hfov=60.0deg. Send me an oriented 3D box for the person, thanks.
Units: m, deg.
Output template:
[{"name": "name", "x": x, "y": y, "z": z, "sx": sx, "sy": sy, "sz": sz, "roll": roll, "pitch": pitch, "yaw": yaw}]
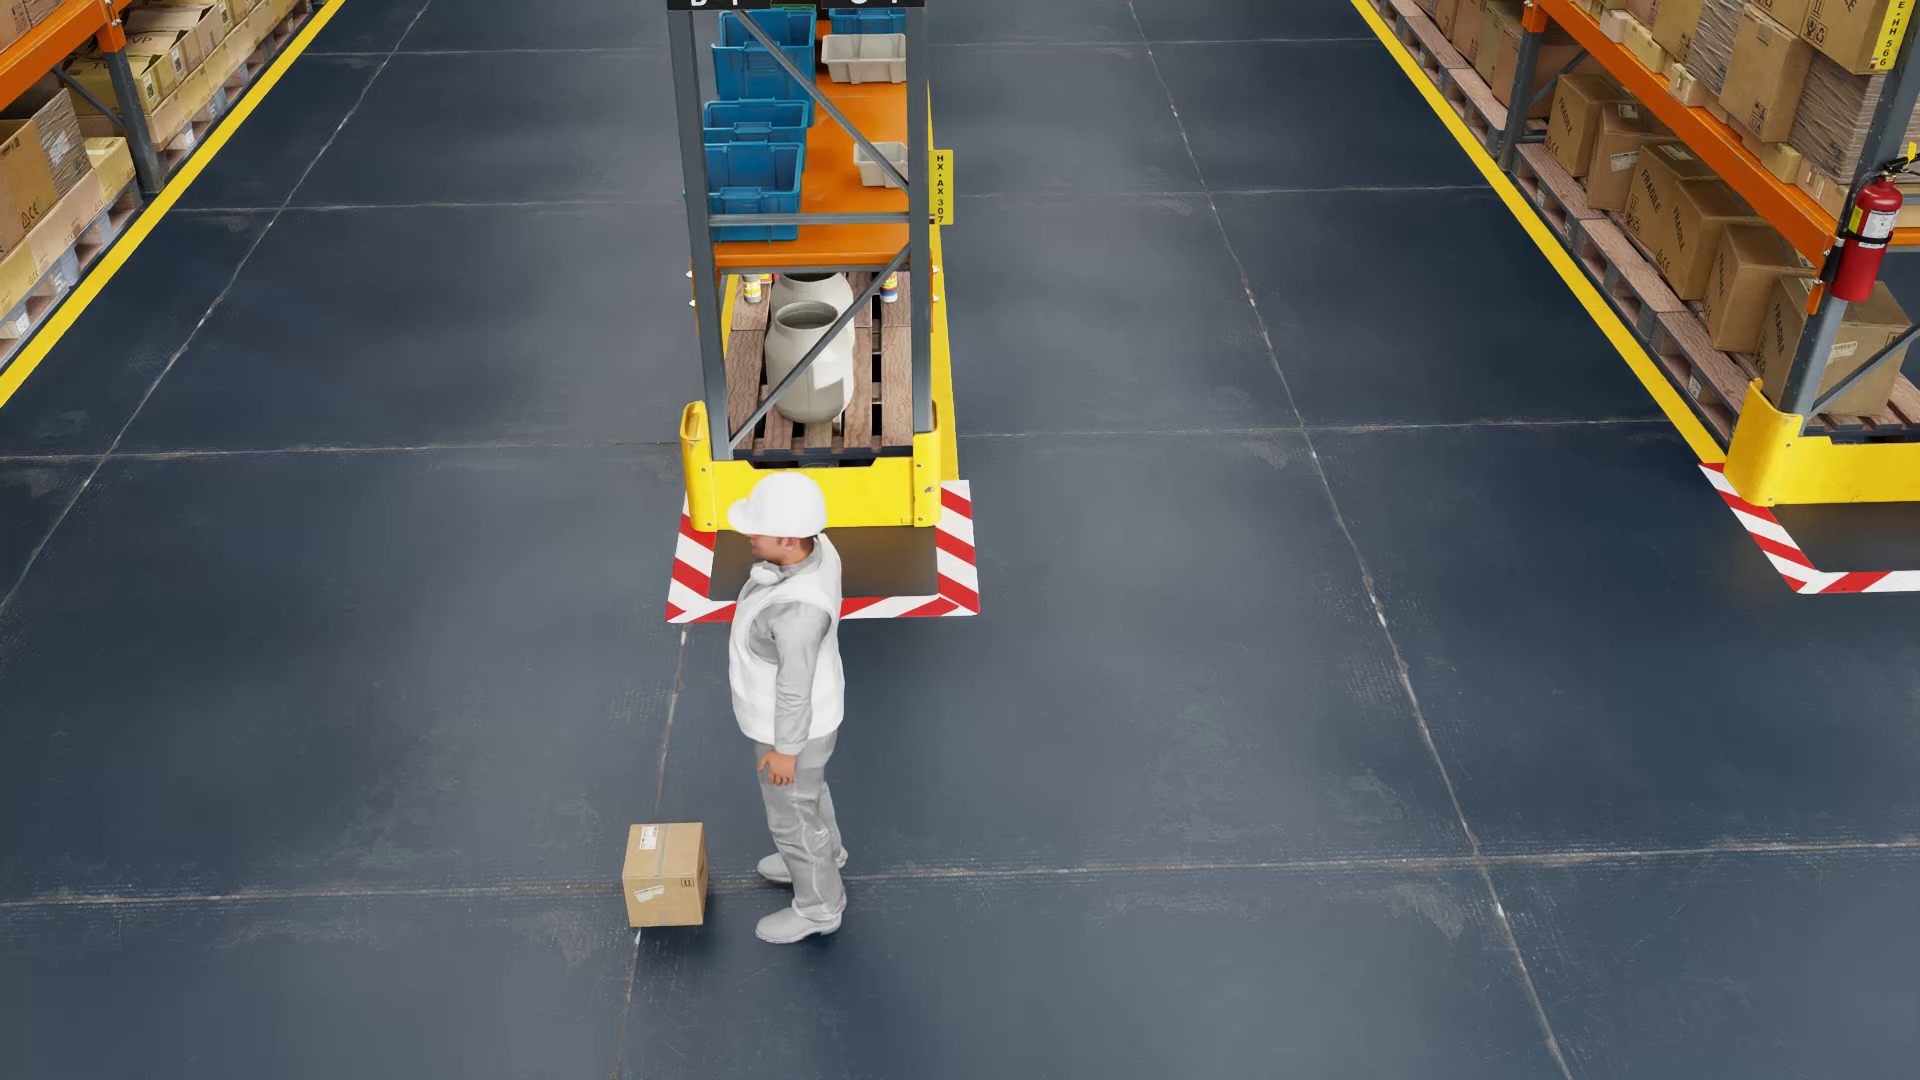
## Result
[{"name": "person", "x": -0.545, "y": 0.546, "z": 5.356, "sx": 0.357, "sy": 1.787, "sz": 0.531, "roll": -1, "pitch": 35, "yaw": -1}]
